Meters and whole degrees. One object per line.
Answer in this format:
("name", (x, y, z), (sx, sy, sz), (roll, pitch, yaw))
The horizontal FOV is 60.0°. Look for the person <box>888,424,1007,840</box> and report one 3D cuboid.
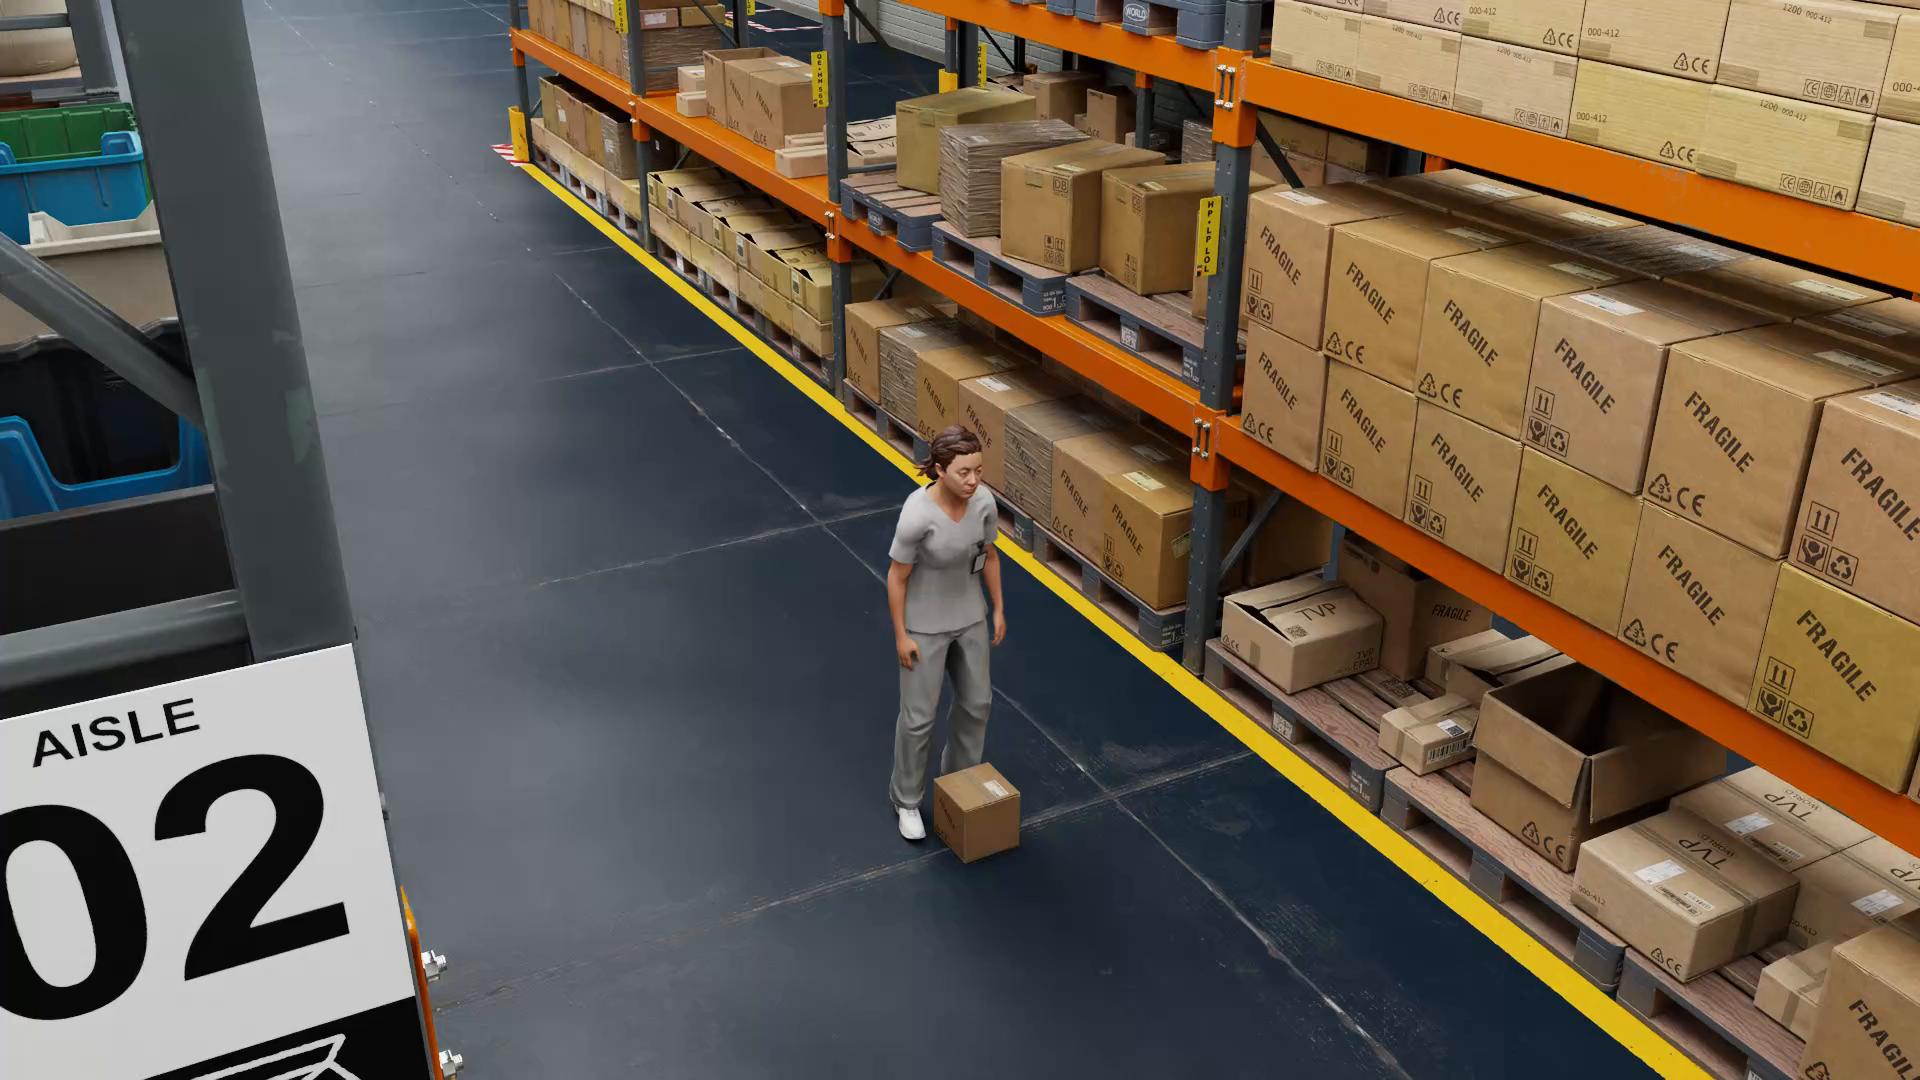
("person", (-0.055, 0.336, 6.417), (0.513, 1.669, 0.350), (-14, 29, -28))
